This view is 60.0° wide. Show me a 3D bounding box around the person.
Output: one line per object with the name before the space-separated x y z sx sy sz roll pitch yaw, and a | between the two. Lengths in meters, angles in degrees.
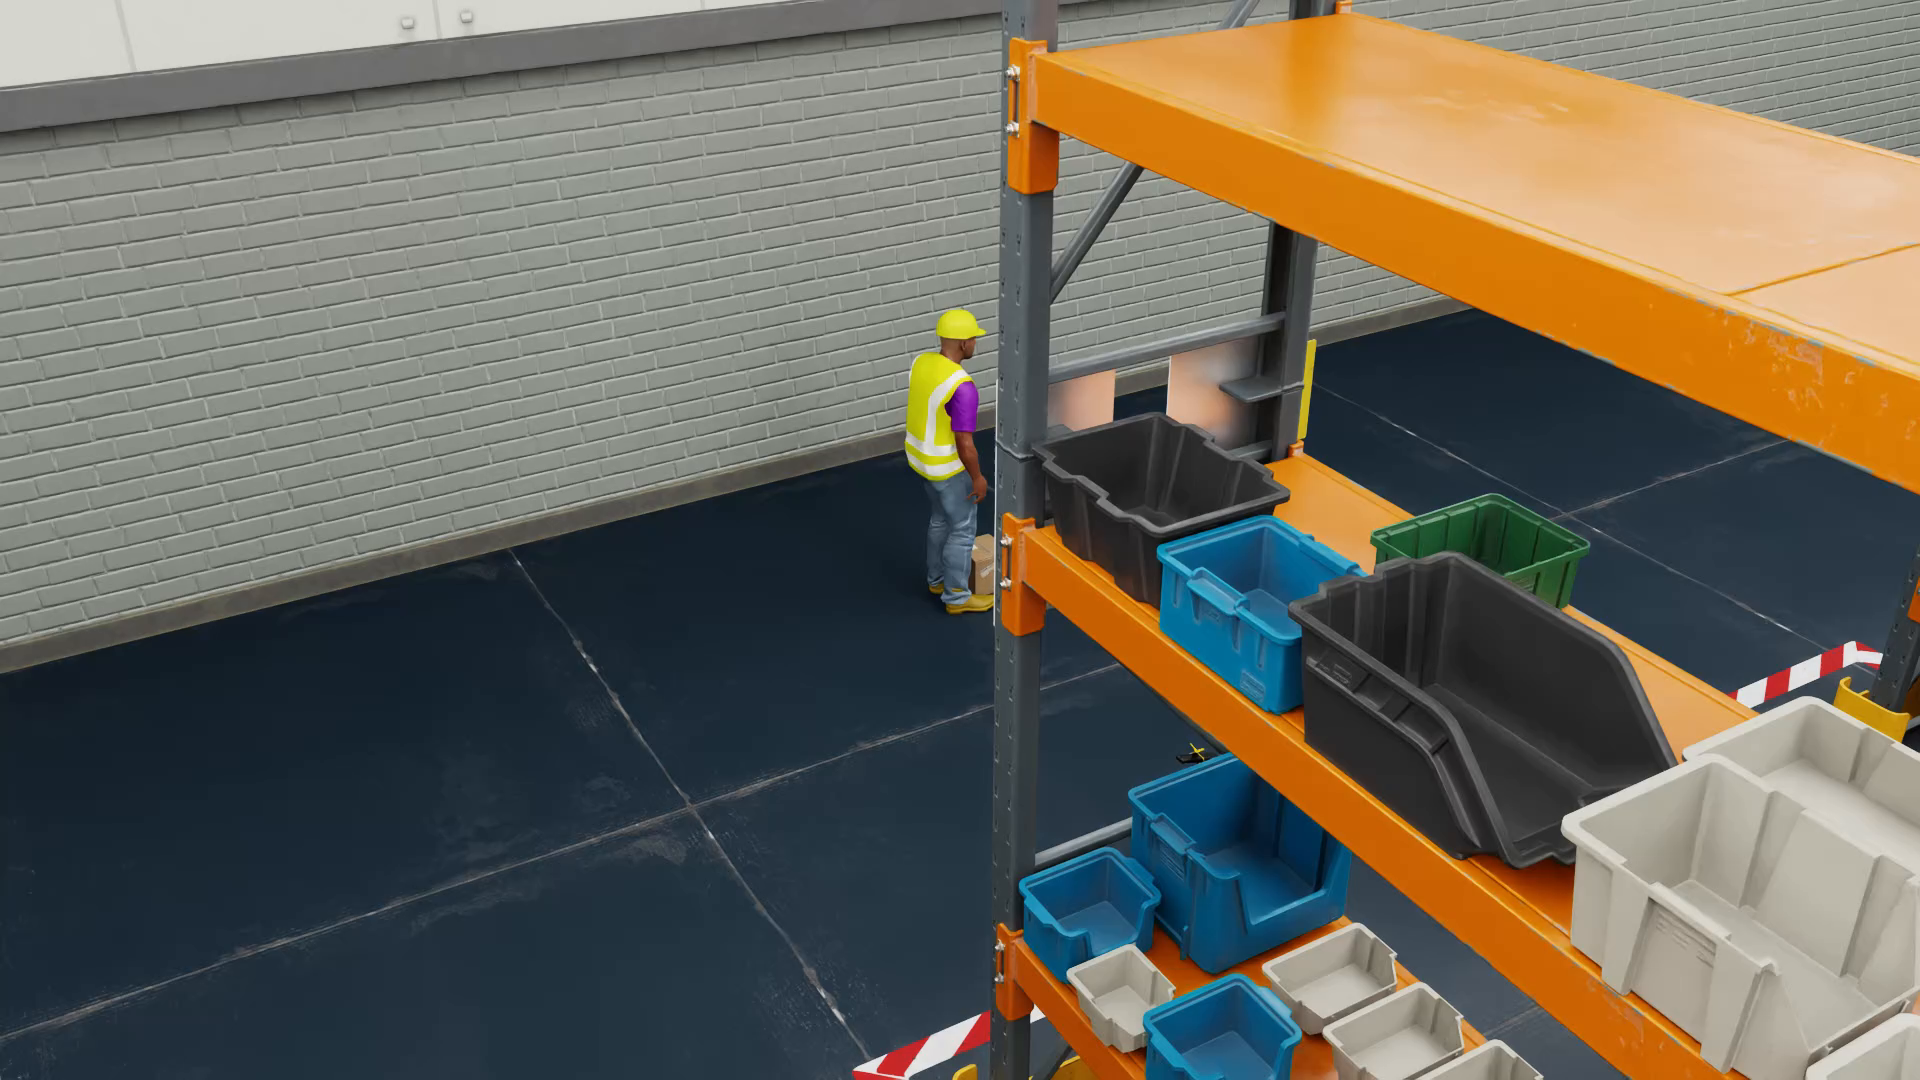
person | -0.058 -0.447 9.356 0.456 1.761 0.627 -16 32 -26
